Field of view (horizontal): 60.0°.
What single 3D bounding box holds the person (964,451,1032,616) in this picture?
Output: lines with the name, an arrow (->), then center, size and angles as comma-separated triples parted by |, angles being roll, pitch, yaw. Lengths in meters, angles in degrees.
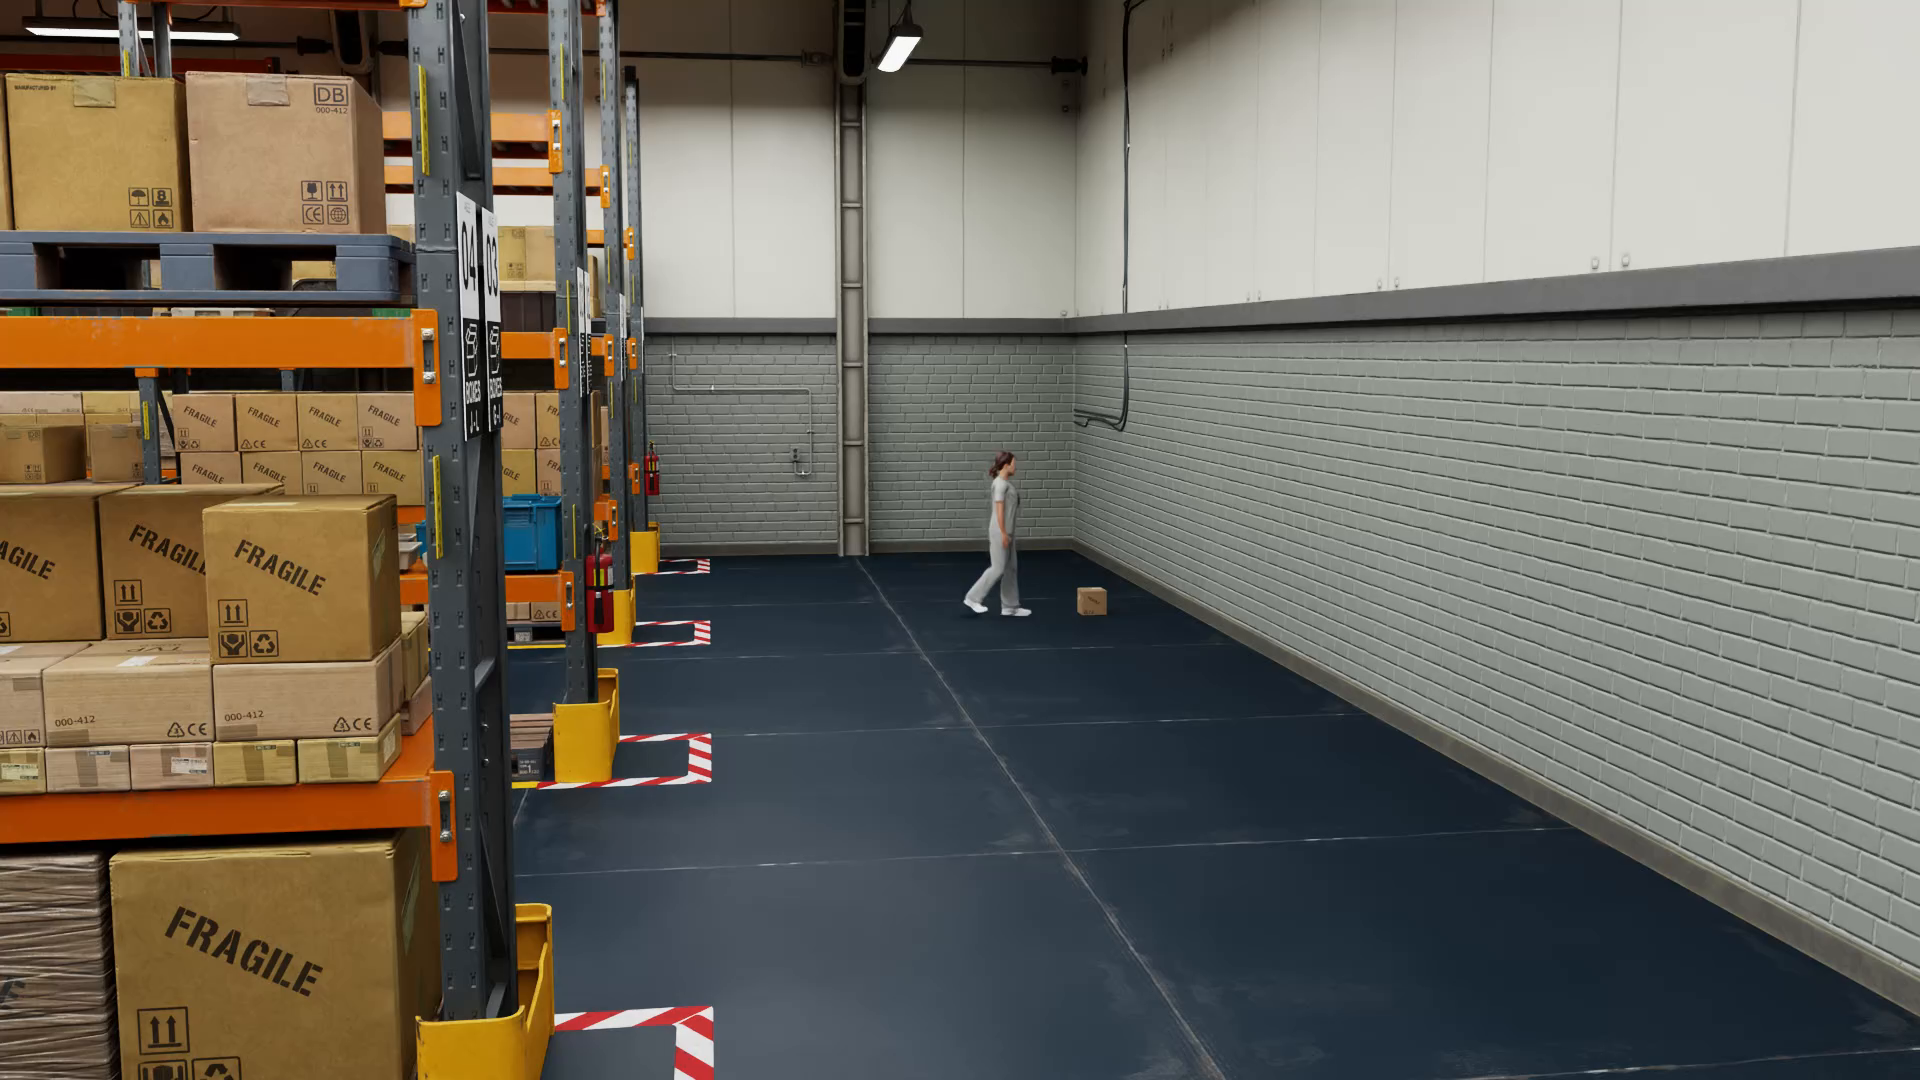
person -> 0.382, -0.059, 16.820 | 0.681, 1.674, 0.460 | 1, 7, 7
